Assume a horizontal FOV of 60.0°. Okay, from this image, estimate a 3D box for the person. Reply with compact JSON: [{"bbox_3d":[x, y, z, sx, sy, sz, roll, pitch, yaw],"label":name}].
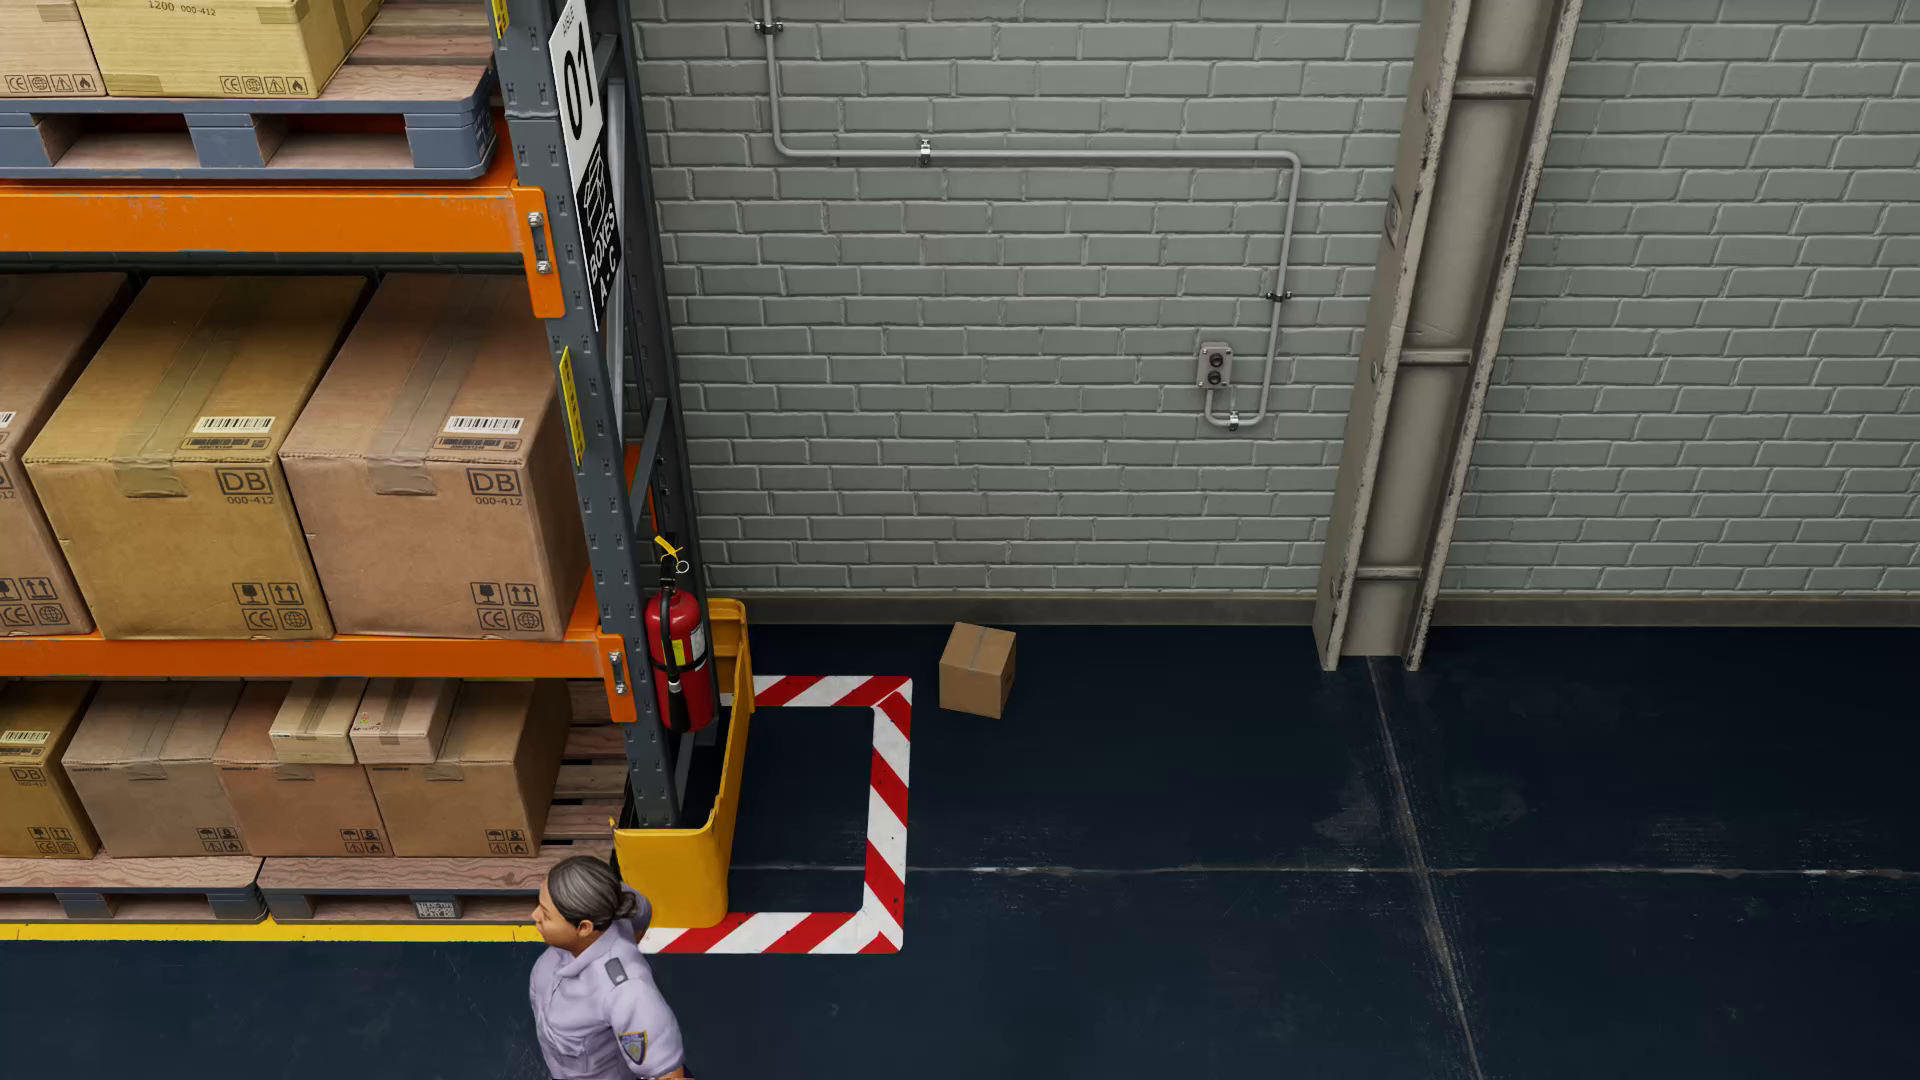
[{"bbox_3d":[-0.900,1.473,4.406,0.784,1.645,0.722,-17,43,-19],"label":"person"}]
